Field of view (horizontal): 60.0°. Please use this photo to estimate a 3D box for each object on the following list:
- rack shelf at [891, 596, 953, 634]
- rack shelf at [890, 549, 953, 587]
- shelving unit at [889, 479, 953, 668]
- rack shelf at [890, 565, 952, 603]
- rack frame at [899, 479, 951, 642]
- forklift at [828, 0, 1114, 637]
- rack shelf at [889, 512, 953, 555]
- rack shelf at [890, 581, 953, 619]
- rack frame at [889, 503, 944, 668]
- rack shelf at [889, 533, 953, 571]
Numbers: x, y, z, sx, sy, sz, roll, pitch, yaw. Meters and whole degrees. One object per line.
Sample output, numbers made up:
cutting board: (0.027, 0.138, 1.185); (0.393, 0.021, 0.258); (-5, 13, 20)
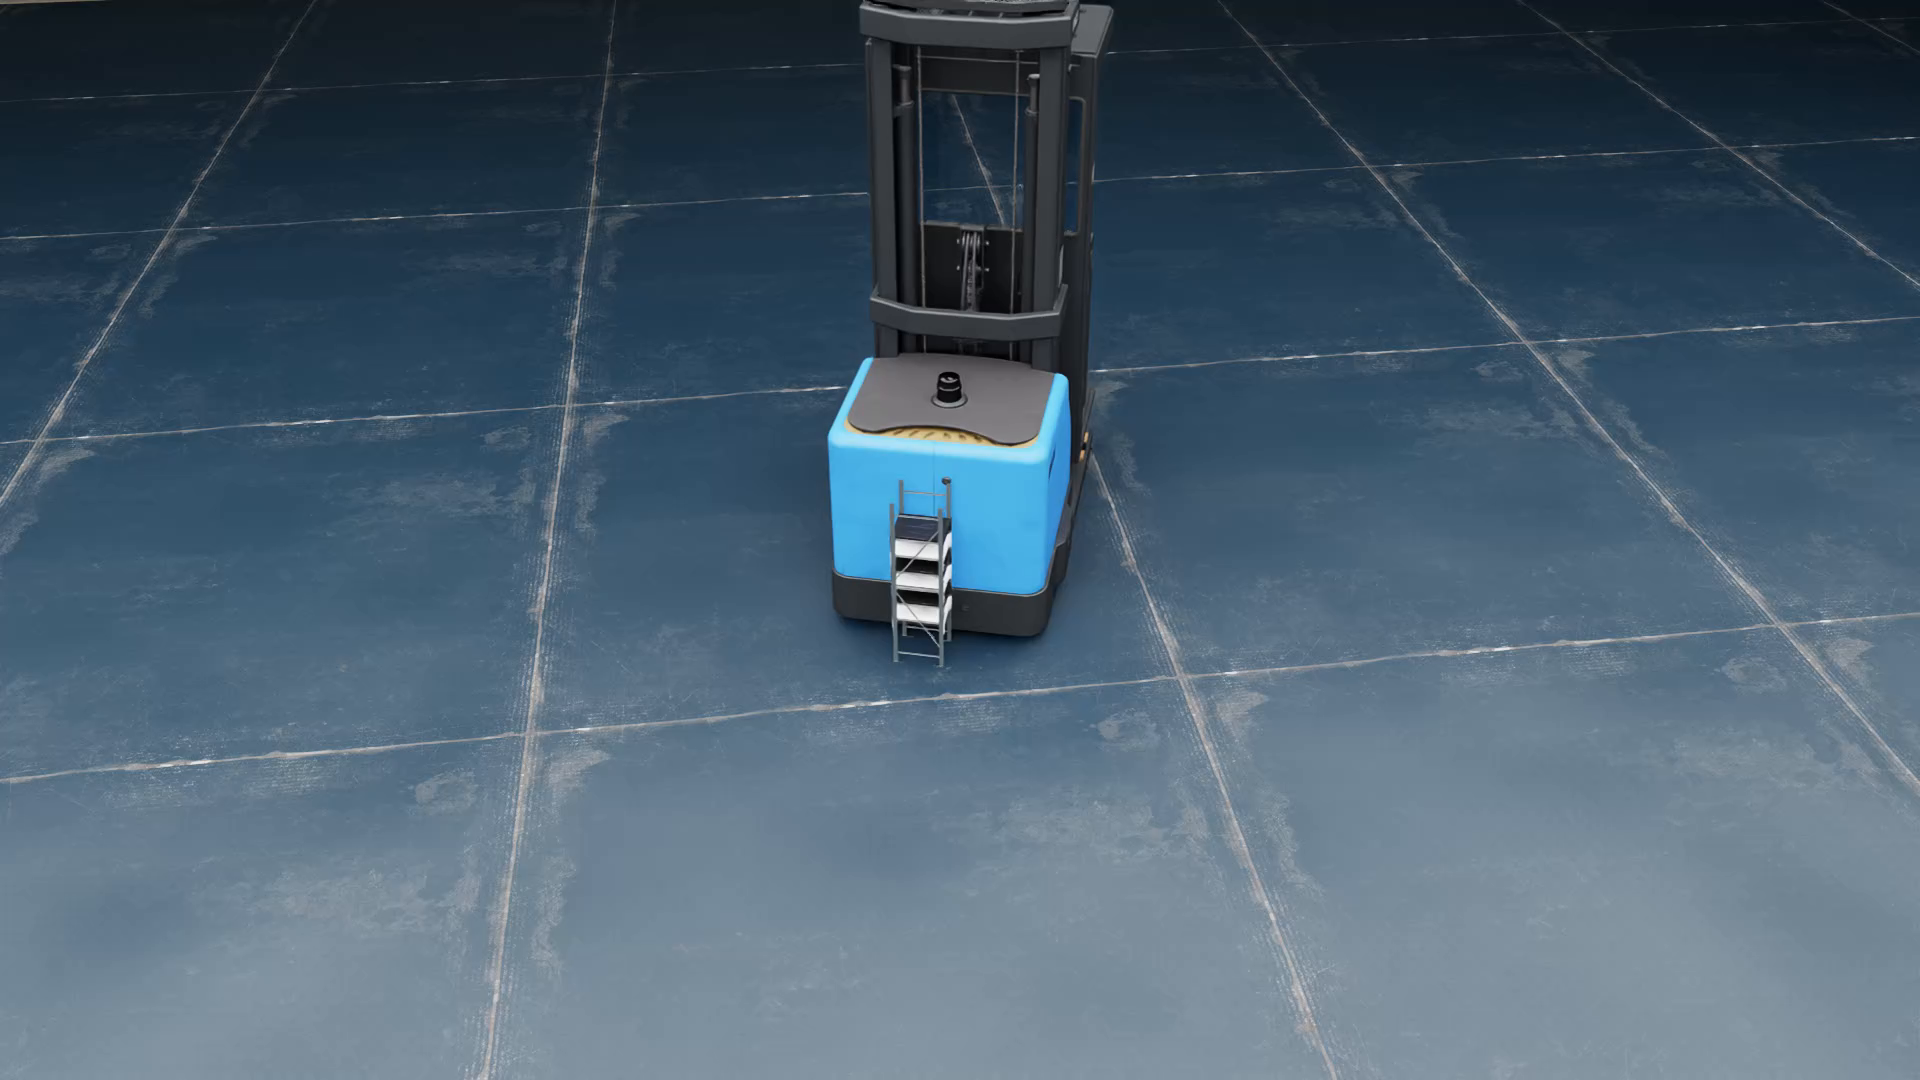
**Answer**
rack shelf: (-0.178, 0.340, 7.831); (0.258, 0.077, 0.200); (6, 35, 8)
rack shelf: (-0.178, 0.117, 7.678); (0.258, 0.077, 0.200); (6, 35, 8)
shelving unit: (-0.178, 0.164, 7.710); (0.258, 0.900, 0.210); (6, 35, 8)
rack shelf: (-0.178, 0.191, 7.729); (0.258, 0.077, 0.200); (6, 35, 8)
rack frame: (-0.160, 0.108, 7.793); (0.240, 0.900, 0.006); (6, 35, 8)
forklift: (0.145, -1.571, 8.453); (1.130, 2.935, 3.031); (6, 35, 8)
rack shelf: (-0.178, -0.032, 7.577); (0.258, 0.077, 0.200); (6, 35, 8)
rack shelf: (-0.178, 0.266, 7.780); (0.258, 0.077, 0.200); (6, 35, 8)
rack frame: (-0.196, 0.220, 7.628); (0.240, 0.900, 0.006); (6, 35, 8)
rack shelf: (-0.178, 0.043, 7.628); (0.258, 0.077, 0.200); (6, 35, 8)
